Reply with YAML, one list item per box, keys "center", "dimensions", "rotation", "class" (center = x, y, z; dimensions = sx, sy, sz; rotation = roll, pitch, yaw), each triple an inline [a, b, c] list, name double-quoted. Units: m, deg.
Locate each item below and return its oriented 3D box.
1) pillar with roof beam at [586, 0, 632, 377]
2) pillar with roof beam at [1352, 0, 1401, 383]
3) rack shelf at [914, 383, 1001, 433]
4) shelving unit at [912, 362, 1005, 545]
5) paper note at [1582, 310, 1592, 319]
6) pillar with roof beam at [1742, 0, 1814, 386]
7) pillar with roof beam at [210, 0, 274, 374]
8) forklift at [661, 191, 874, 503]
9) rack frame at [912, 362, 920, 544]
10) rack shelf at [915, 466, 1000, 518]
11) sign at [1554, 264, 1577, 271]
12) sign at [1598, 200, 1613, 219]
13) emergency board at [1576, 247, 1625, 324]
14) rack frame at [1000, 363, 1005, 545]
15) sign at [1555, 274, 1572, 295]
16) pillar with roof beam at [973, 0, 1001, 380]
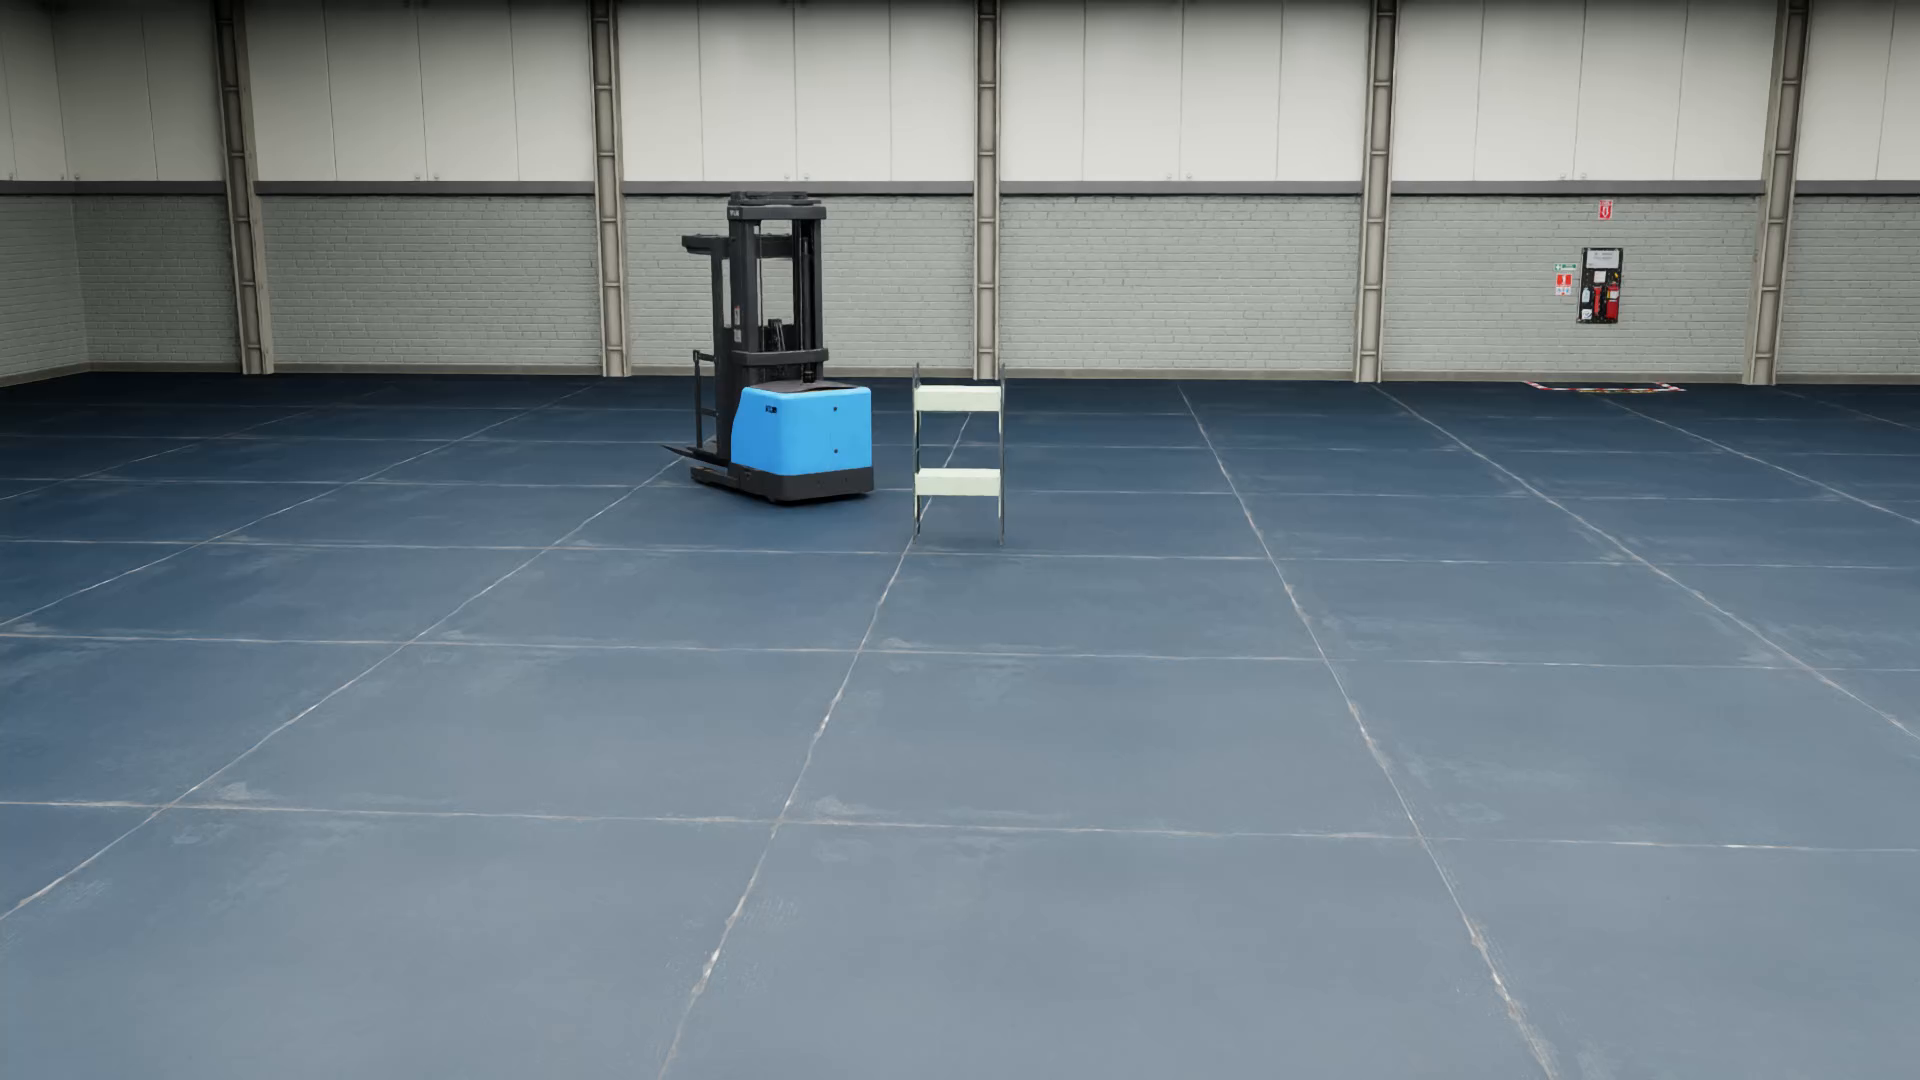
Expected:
- center: [-5.851, -6.190, 21.882]
  dimensions: [0.400, 9.000, 9.100]
  rotation: [1, 12, 4]
  class: "pillar with roof beam"
- center: [6.122, -6.026, 21.097]
  dimensions: [0.400, 9.000, 9.100]
  rotation: [1, 12, 4]
  class: "pillar with roof beam"
- center: [-0.007, -1.116, 14.035]
  dimensions: [0.720, 0.370, 0.431]
  rotation: [1, 12, 4]
  class: "rack shelf"
- center: [-0.007, -0.734, 14.115]
  dimensions: [0.755, 1.500, 0.431]
  rotation: [1, 12, 4]
  class: "shelving unit"
- center: [9.761, -3.514, 25.892]
  dimensions: [0.142, 0.148, 0.016]
  rotation: [1, 12, 4]
  class: "paper note"
- center: [12.109, -5.944, 20.705]
  dimensions: [0.400, 9.000, 9.100]
  rotation: [1, 12, 4]
  class: "pillar with roof beam"
- center: [-11.838, -6.272, 22.275]
  dimensions: [0.400, 9.000, 9.100]
  rotation: [1, 12, 4]
  class: "pillar with roof beam"
- center: [-2.107, -2.040, 16.862]
  dimensions: [1.130, 2.935, 3.031]
  rotation: [-8, 14, -35]
  class: "forklift"
- center: [-0.372, -0.739, 14.139]
  dimensions: [0.023, 1.500, 0.400]
  rotation: [1, 12, 4]
  class: "rack frame"
- center: [-0.007, -0.415, 14.182]
  dimensions: [0.720, 0.370, 0.431]
  rotation: [1, 12, 4]
  class: "rack shelf"
- center: [9.392, -4.232, 25.792]
  dimensions: [0.331, 0.109, 0.001]
  rotation: [1, 12, 4]
  class: "sign"
- center: [9.932, -5.084, 25.583]
  dimensions: [0.199, 0.298, 0.001]
  rotation: [1, 12, 4]
  class: "sign"
- center: [9.933, -3.928, 25.722]
  dimensions: [0.643, 1.169, 0.194]
  rotation: [1, 12, 4]
  class: "emergency board"
- center: [0.359, -0.729, 14.091]
  dimensions: [0.023, 1.500, 0.400]
  rotation: [1, 12, 4]
  class: "rack frame"
- center: [9.388, -3.975, 25.856]
  dimensions: [0.234, 0.329, 0.001]
  rotation: [1, 12, 4]
  class: "sign"
- center: [0.136, -6.108, 21.490]
  dimensions: [0.400, 9.000, 9.100]
  rotation: [1, 12, 4]
  class: "pillar with roof beam"
